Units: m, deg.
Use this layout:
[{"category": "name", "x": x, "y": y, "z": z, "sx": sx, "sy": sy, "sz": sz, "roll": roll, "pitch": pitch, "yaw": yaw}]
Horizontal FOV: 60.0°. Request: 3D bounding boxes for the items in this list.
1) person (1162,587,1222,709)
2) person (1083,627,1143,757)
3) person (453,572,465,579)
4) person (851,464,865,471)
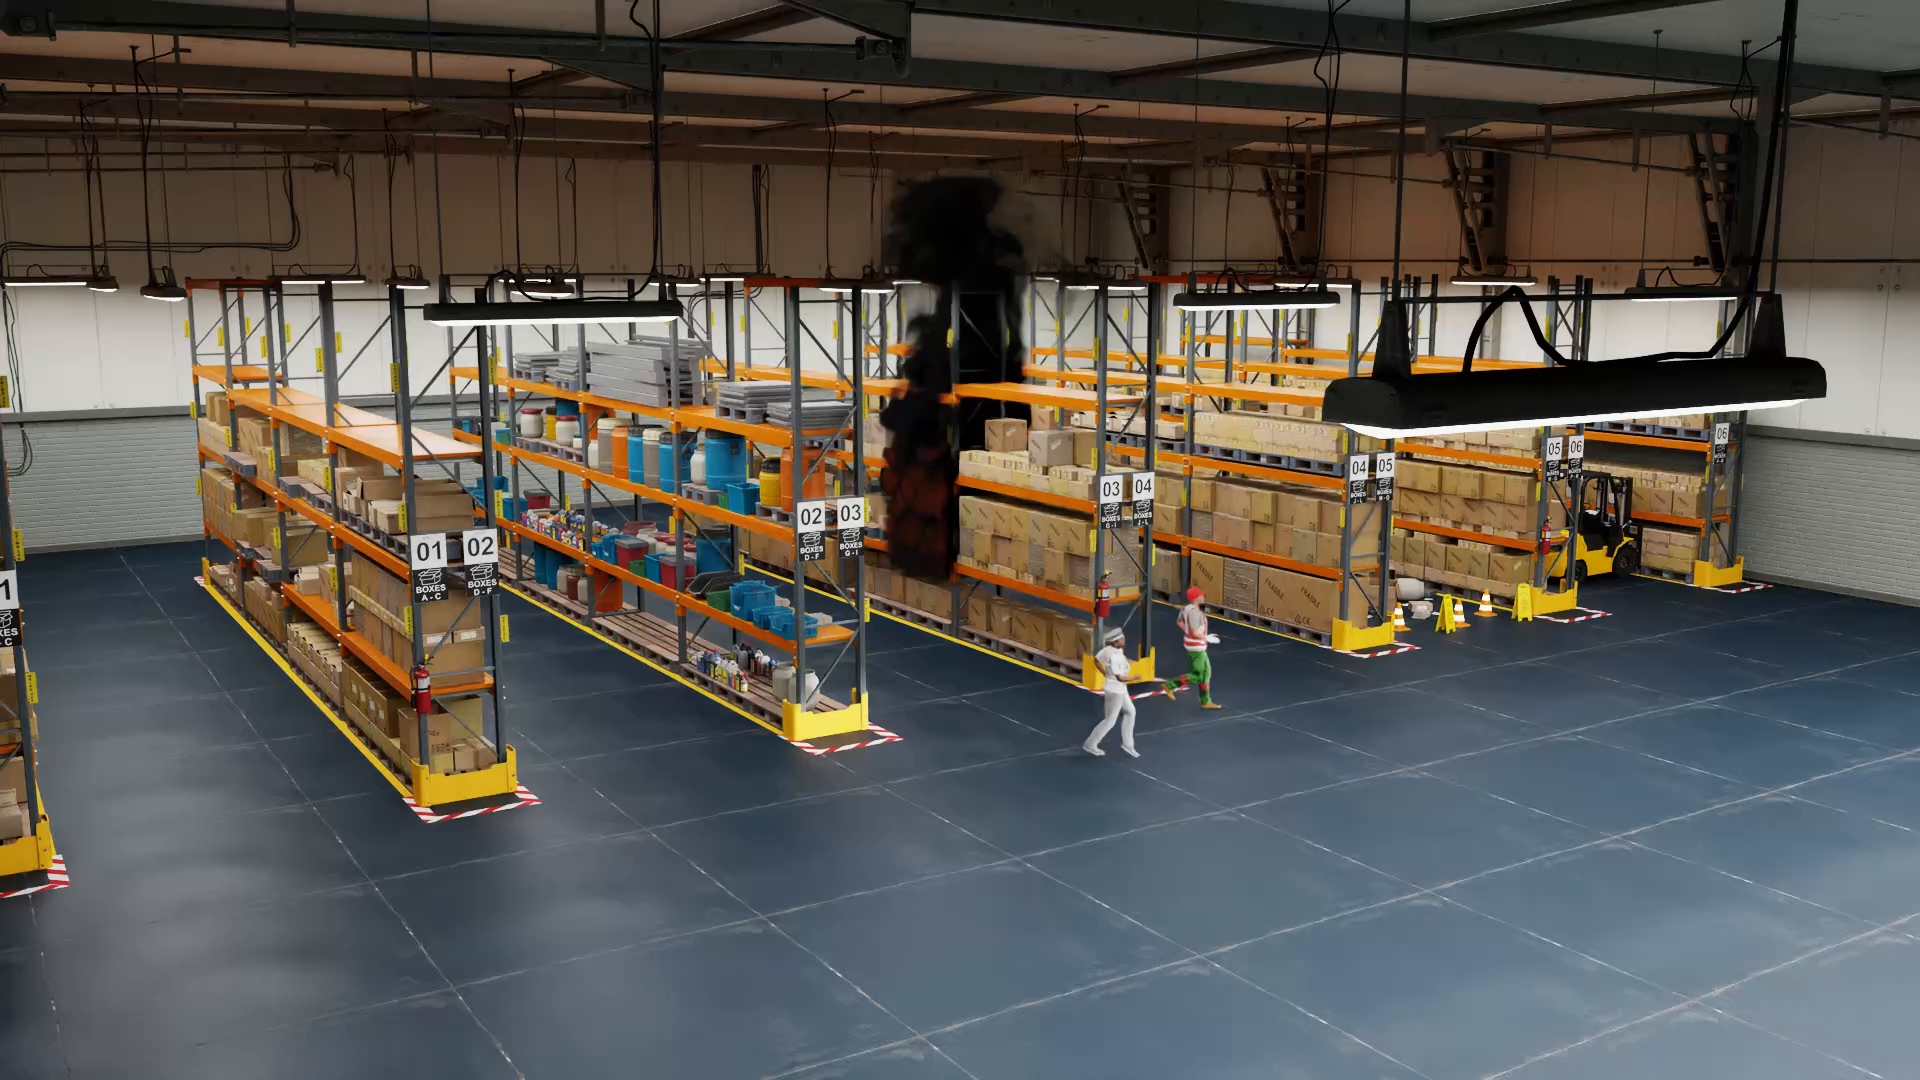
[{"category": "person", "x": 3.295, "y": 1.538, "z": 23.595, "sx": 0.880, "sy": 1.775, "sz": 0.661, "roll": 0, "pitch": 10, "yaw": -1}, {"category": "person", "x": 1.954, "y": 1.972, "z": 21.283, "sx": 0.759, "sy": 1.750, "sz": 0.581, "roll": 0, "pitch": 10, "yaw": 0}, {"category": "person", "x": -8.409, "y": 0.830, "z": 28.196, "sx": 0.591, "sy": 1.618, "sz": 0.576, "roll": -8, "pitch": 12, "yaw": -39}, {"category": "person", "x": -2.549, "y": -1.431, "z": 41.591, "sx": 0.535, "sy": 1.618, "sz": 0.659, "roll": -8, "pitch": 13, "yaw": -40}]
